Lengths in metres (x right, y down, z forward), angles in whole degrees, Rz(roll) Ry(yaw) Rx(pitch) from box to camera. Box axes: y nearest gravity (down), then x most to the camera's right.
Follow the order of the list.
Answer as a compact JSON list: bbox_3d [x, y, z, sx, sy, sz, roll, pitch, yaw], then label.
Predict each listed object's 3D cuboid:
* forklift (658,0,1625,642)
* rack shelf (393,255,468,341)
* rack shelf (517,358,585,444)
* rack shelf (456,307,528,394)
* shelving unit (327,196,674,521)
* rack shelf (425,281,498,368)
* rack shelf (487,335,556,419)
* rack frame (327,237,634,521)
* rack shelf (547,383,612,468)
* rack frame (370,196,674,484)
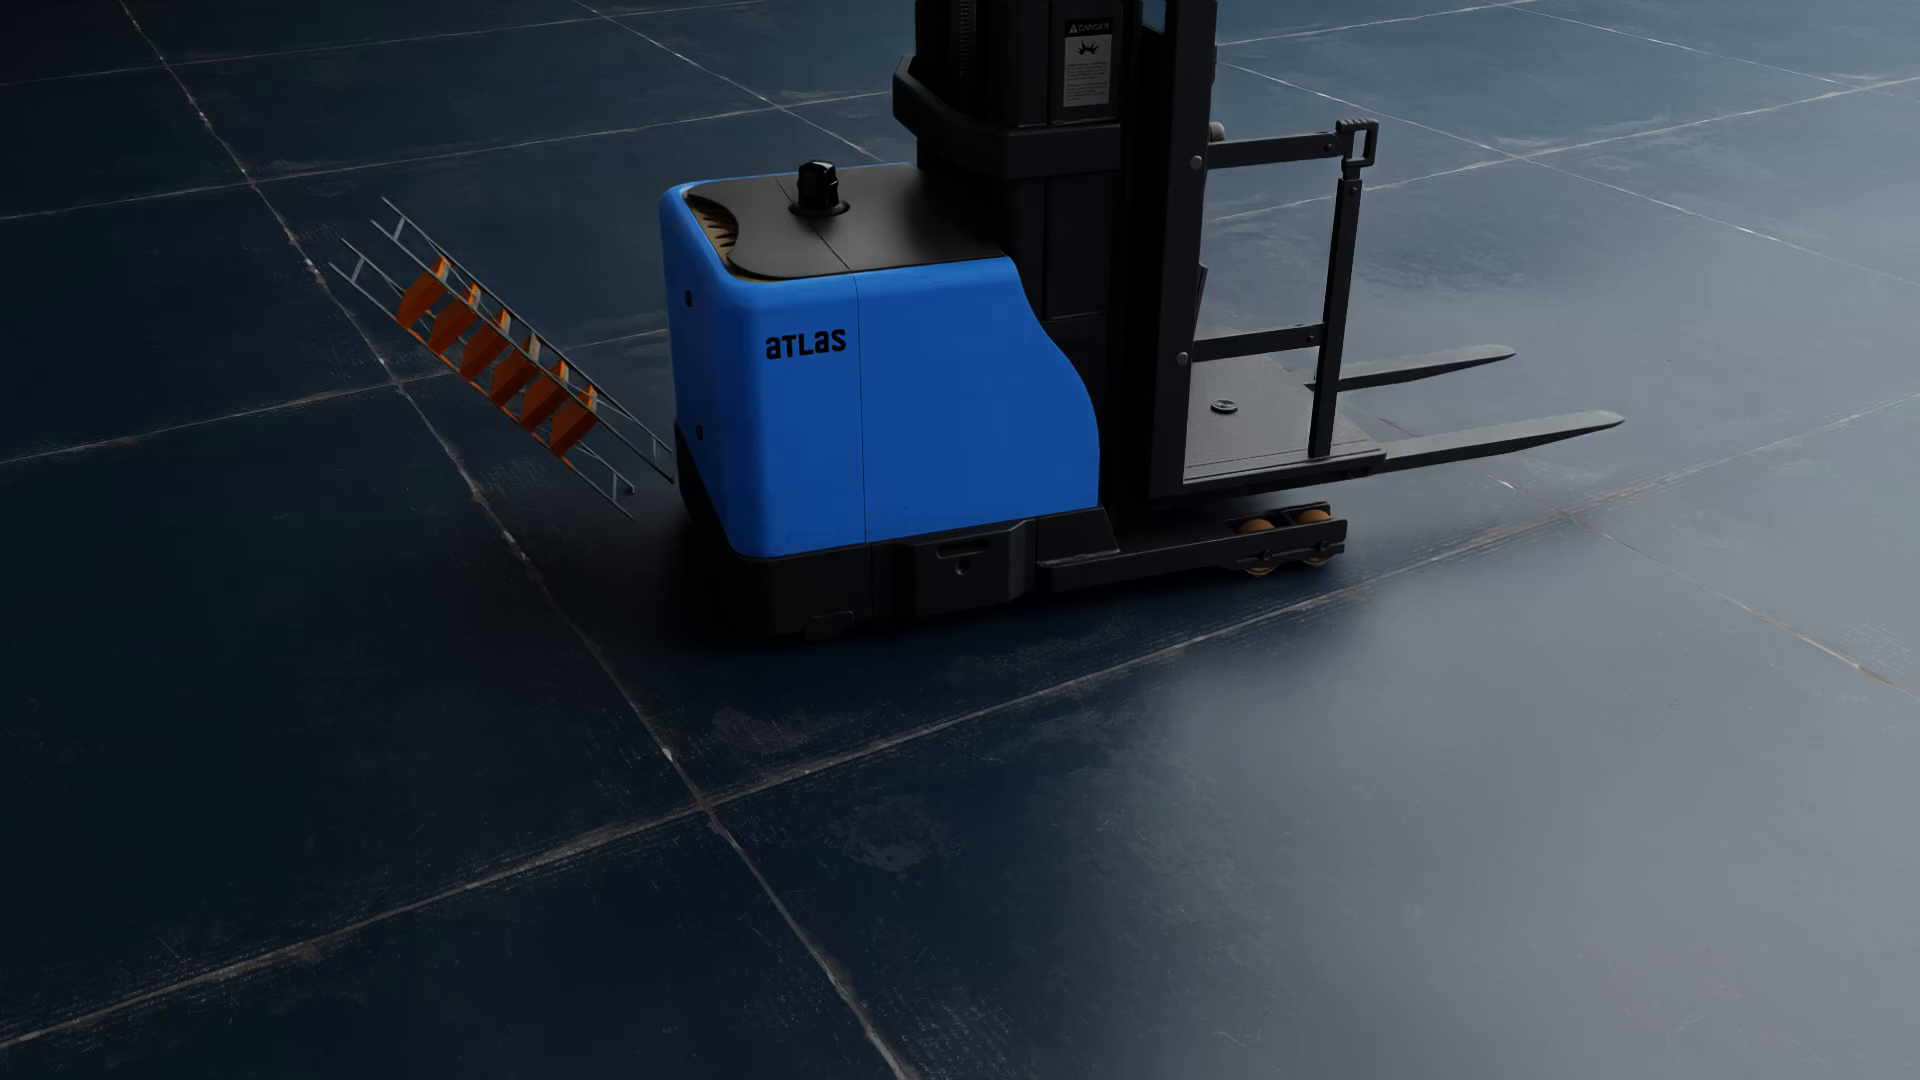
[{"bbox_3d":[0.665,-1.410,4.771,3.031,2.935,1.130,-9,30,-16],"label":"forklift"},{"bbox_3d":[-1.596,-0.738,5.023,0.180,0.103,0.258,-40,28,12],"label":"rack shelf"},{"bbox_3d":[-1.286,-0.445,5.243,0.180,0.103,0.258,-40,28,12],"label":"rack shelf"},{"bbox_3d":[-1.441,-0.592,5.133,0.180,0.103,0.258,-40,28,12],"label":"rack shelf"},{"bbox_3d":[-1.392,-0.545,5.167,0.189,1.200,0.258,-40,28,12],"label":"shelving unit"},{"bbox_3d":[-1.518,-0.665,5.078,0.180,0.103,0.258,-40,28,12],"label":"rack shelf"},{"bbox_3d":[-1.363,-0.518,5.188,0.180,0.103,0.258,-40,28,12],"label":"rack shelf"},{"bbox_3d":[-1.460,-0.488,5.187,0.006,1.200,0.240,-40,28,12],"label":"rack frame"},{"bbox_3d":[-1.208,-0.371,5.297,0.180,0.103,0.258,-40,28,12],"label":"rack shelf"},{"bbox_3d":[-1.324,-0.603,5.148,0.006,1.200,0.240,-40,28,12],"label":"rack frame"}]
